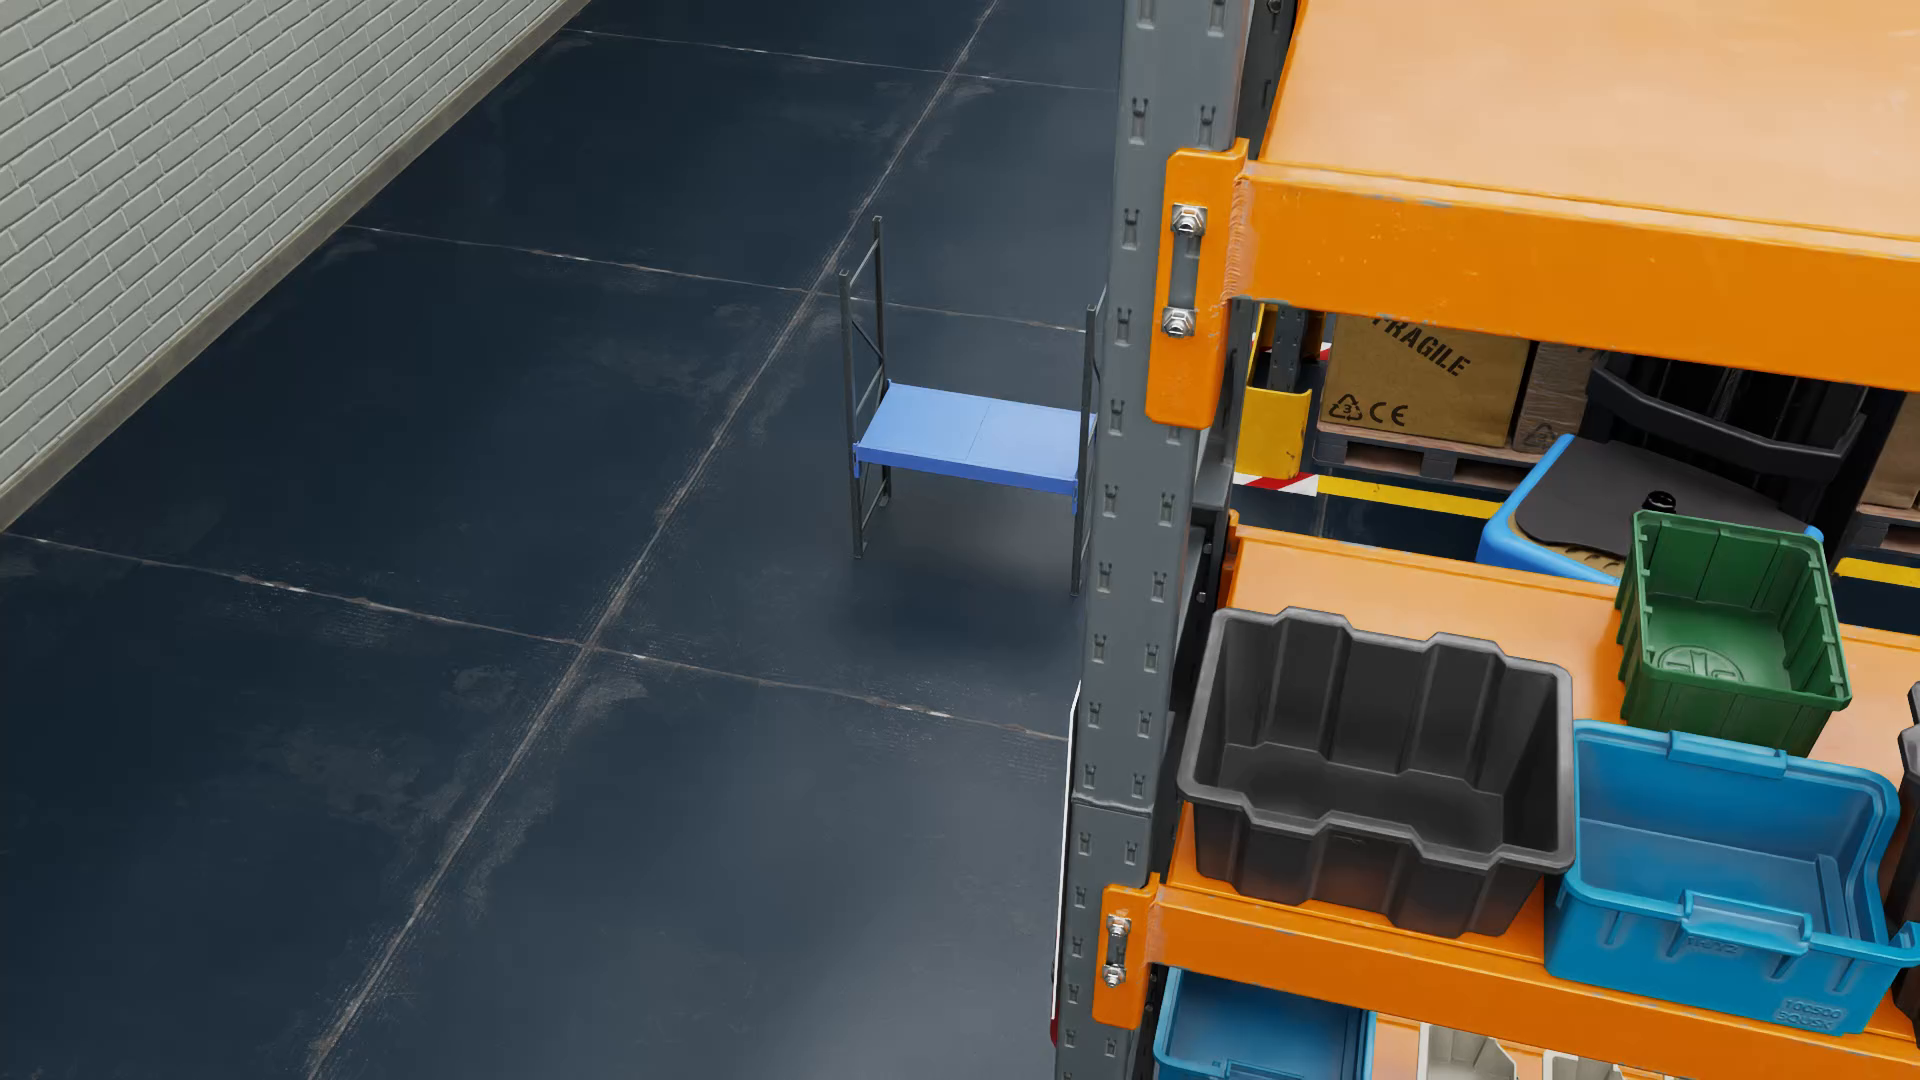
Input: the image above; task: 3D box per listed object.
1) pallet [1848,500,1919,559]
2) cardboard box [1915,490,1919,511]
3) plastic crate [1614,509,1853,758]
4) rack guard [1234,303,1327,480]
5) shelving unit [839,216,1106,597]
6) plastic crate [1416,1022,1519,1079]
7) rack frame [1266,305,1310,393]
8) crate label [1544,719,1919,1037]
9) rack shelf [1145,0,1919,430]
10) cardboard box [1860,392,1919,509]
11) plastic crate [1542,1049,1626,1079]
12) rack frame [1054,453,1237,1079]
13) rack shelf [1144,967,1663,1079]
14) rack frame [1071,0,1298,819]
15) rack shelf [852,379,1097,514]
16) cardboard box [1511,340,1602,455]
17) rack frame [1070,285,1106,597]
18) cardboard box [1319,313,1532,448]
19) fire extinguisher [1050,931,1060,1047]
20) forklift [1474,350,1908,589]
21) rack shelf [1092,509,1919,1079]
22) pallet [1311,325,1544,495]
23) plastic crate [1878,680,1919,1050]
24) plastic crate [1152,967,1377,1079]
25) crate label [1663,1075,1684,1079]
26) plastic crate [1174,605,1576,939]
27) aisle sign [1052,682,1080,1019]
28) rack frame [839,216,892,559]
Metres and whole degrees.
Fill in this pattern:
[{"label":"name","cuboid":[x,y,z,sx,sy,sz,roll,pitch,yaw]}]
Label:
[{"label":"pallet","cuboid":[4.794,-0.260,7.896,1.213,0.211,1.003,10,41,11]},{"label":"cardboard box","cuboid":[4.891,-0.660,7.529,0.875,0.875,0.875,10,41,11]},{"label":"plastic crate","cuboid":[1.391,0.178,3.038,0.336,0.188,0.450,10,41,11]},{"label":"rack guard","cuboid":[1.621,-0.865,8.391,0.348,0.500,1.175,10,41,11]},{"label":"shelving unit","cuboid":[0.082,-0.560,7.251,1.048,1.500,0.538,10,41,11]},{"label":"plastic crate","cuboid":[1.199,1.360,3.957,0.243,0.136,0.396,10,41,11]},{"label":"rack frame","cuboid":[1.644,-1.818,7.582,0.127,3.000,1.000,10,41,11]},{"label":"crate label","cuboid":[1.172,0.521,2.580,0.502,0.251,0.408,10,41,11]},{"label":"rack shelf","cuboid":[2.296,-0.277,1.953,4.000,0.370,1.077,10,41,11]},{"label":"cardboard box","cuboid":[4.022,-0.809,7.707,0.875,0.875,0.875,10,41,11]},{"label":"plastic crate","cuboid":[1.475,1.417,3.889,0.243,0.136,0.396,10,41,11]},{"label":"rack frame","cuboid":[0.364,1.259,3.919,0.127,3.000,1.000,10,41,11]},{"label":"rack shelf","cuboid":[2.296,1.867,3.754,4.000,0.370,1.077,10,41,11]},{"label":"rack frame","cuboid":[0.364,-1.038,1.989,0.127,3.000,1.000,10,41,11]},{"label":"rack shelf","cuboid":[0.082,-0.422,7.366,1.000,0.185,0.538,10,41,11]},{"label":"cardboard box","cuboid":[3.162,-0.957,7.883,0.875,0.875,0.875,10,41,11]},{"label":"rack frame","cuboid":[0.573,-0.476,7.150,0.032,1.500,0.500,10,41,11]},{"label":"cardboard box","cuboid":[2.283,-1.109,8.063,0.875,0.875,0.875,10,41,11]},{"label":"fire extinguisher","cuboid":[0.336,1.124,4.429,0.183,0.674,0.296,10,41,11]},{"label":"forklift","cuboid":[3.228,-0.898,6.540,1.130,2.935,3.031,27,47,28]},{"label":"rack shelf","cuboid":[2.296,0.718,2.789,4.000,0.370,1.077,10,41,11]},{"label":"pallet","cuboid":[2.437,-0.666,8.379,1.213,0.211,1.003,10,41,11]},{"label":"plastic crate","cuboid":[1.769,0.559,2.468,0.767,0.338,0.504,10,41,11]},{"label":"plastic crate","cuboid":[0.736,1.162,3.960,0.499,0.435,0.616,10,41,11]},{"label":"crate label","cuboid":[1.750,1.448,3.852,0.243,0.136,0.396,10,41,11]},{"label":"plastic crate","cuboid":[0.664,0.398,2.714,0.590,0.269,0.497,10,41,11]},{"label":"aisle sign","cuboid":[0.218,0.436,2.877,0.004,0.787,0.394,10,41,11]},{"label":"rack frame","cuboid":[-0.409,-0.645,7.351,0.032,1.500,0.500,10,41,11]}]
